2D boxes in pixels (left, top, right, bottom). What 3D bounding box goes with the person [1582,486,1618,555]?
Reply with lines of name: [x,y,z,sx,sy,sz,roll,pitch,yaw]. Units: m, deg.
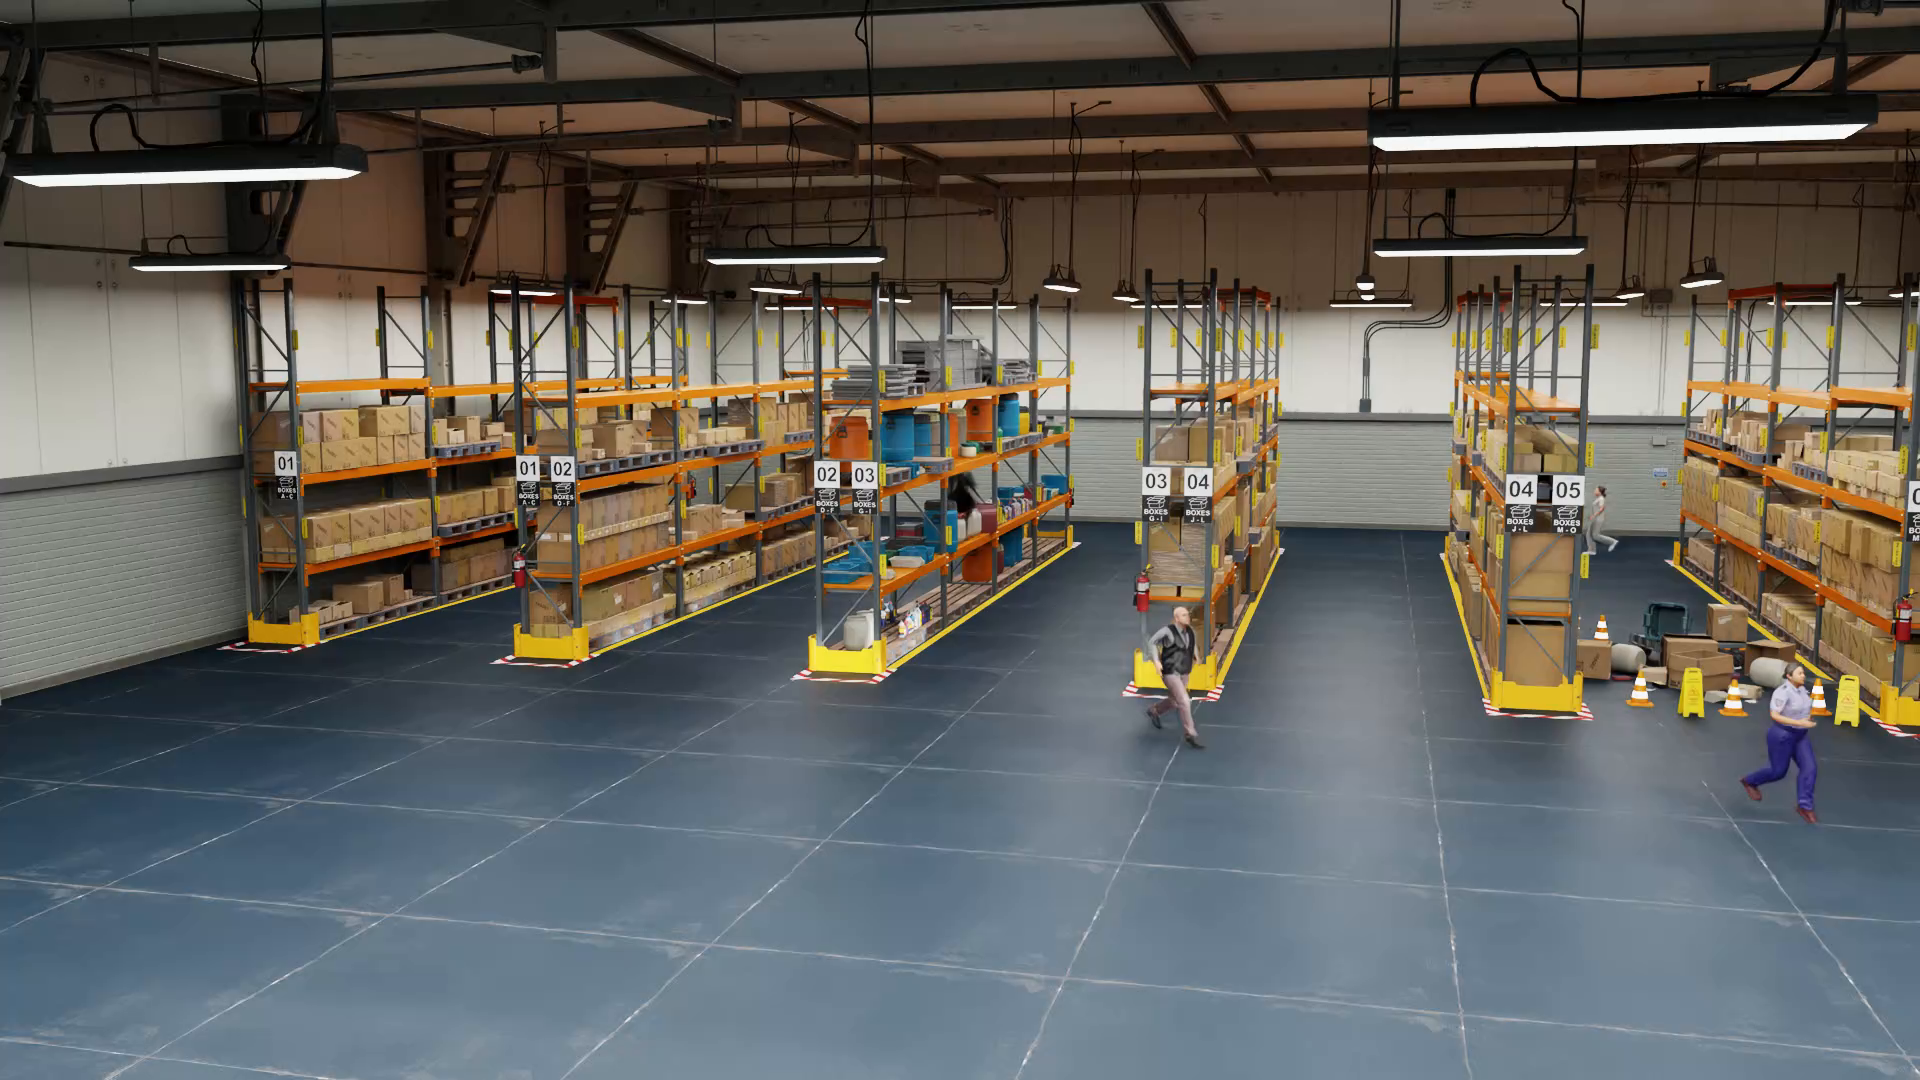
person: [14.913,-0.449,38.694,0.754,1.632,0.598,2,7,16]

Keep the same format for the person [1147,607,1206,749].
person: [2.682,1.673,20.733,0.678,1.722,1.010,-5,9,-37]

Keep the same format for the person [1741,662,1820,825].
person: [8.711,2.121,17.569,0.636,1.681,0.894,-4,8,-30]
